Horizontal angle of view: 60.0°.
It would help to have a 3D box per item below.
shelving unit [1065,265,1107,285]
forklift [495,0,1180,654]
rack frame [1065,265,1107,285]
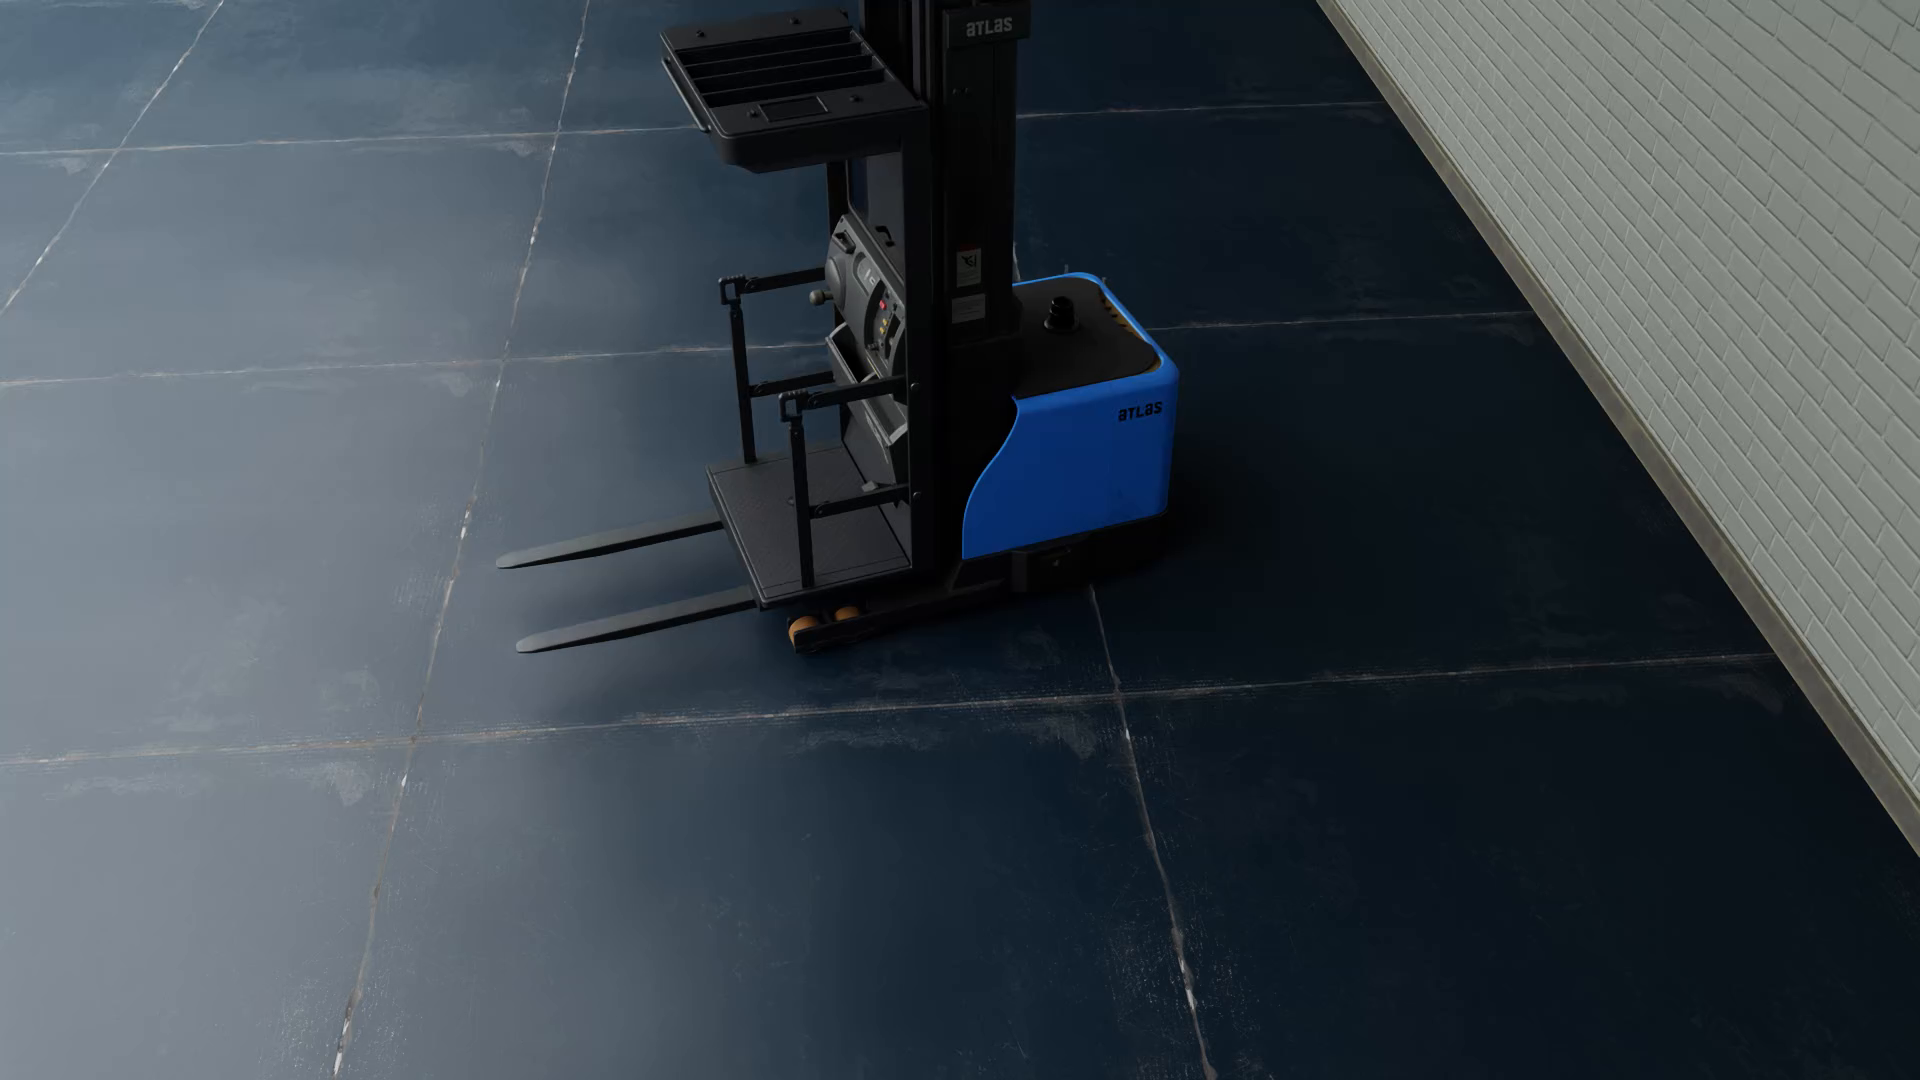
[{"bbox_3d":[0.571,-0.939,8.536,0.258,0.900,0.210,23,44,27],"label":"shelving unit"},{"bbox_3d":[-0.588,-1.016,6.993,3.031,2.935,1.130,-13,40,-16],"label":"forklift"},{"bbox_3d":[0.629,-0.991,8.601,0.240,0.900,0.006,23,44,27],"label":"rack frame"}]
